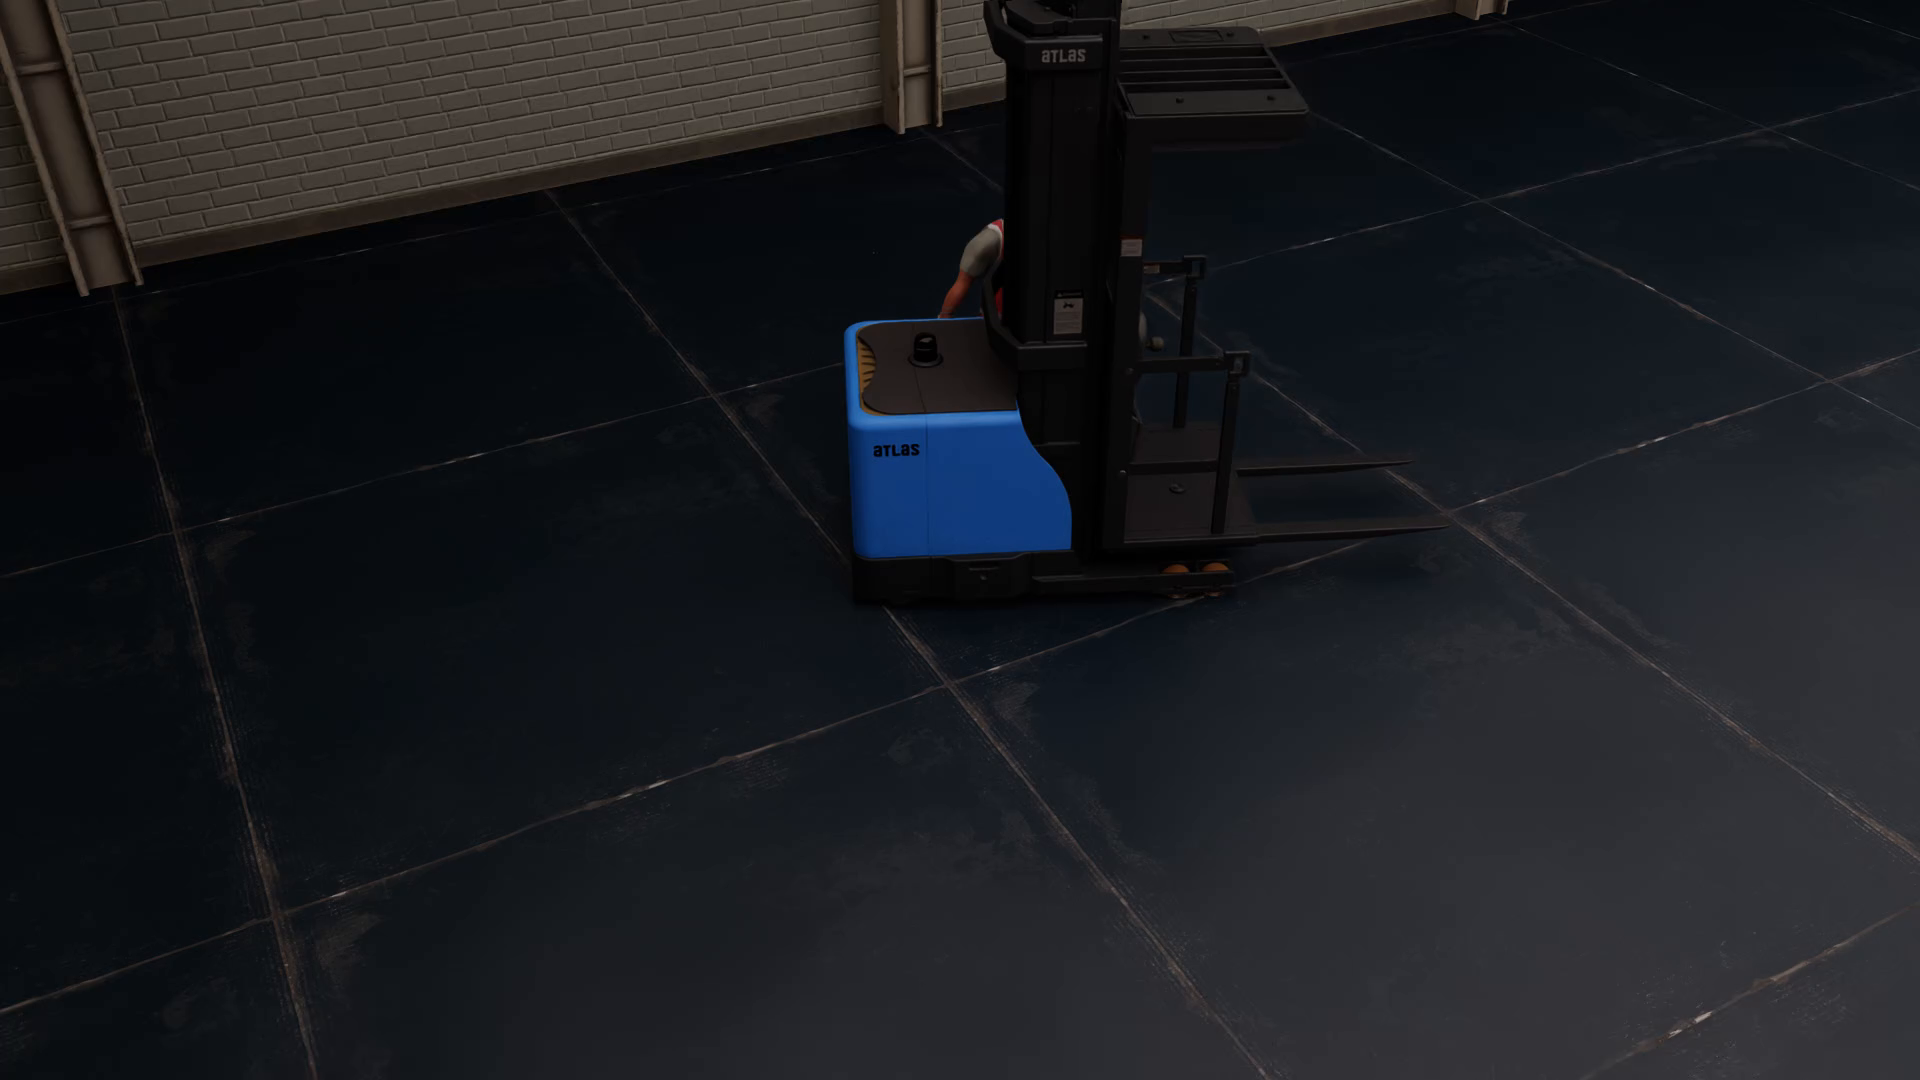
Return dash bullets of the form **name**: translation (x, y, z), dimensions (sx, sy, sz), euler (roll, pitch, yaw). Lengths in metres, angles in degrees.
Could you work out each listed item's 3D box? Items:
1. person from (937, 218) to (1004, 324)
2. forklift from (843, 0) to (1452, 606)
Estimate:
- **person**: translation (0.279, -1.138, 8.813), dimensions (0.923, 1.692, 0.490), euler (-12, 37, -16)
- **forklift**: translation (0.947, -1.212, 7.837), dimensions (3.031, 2.935, 1.130), euler (-3, 35, -4)
